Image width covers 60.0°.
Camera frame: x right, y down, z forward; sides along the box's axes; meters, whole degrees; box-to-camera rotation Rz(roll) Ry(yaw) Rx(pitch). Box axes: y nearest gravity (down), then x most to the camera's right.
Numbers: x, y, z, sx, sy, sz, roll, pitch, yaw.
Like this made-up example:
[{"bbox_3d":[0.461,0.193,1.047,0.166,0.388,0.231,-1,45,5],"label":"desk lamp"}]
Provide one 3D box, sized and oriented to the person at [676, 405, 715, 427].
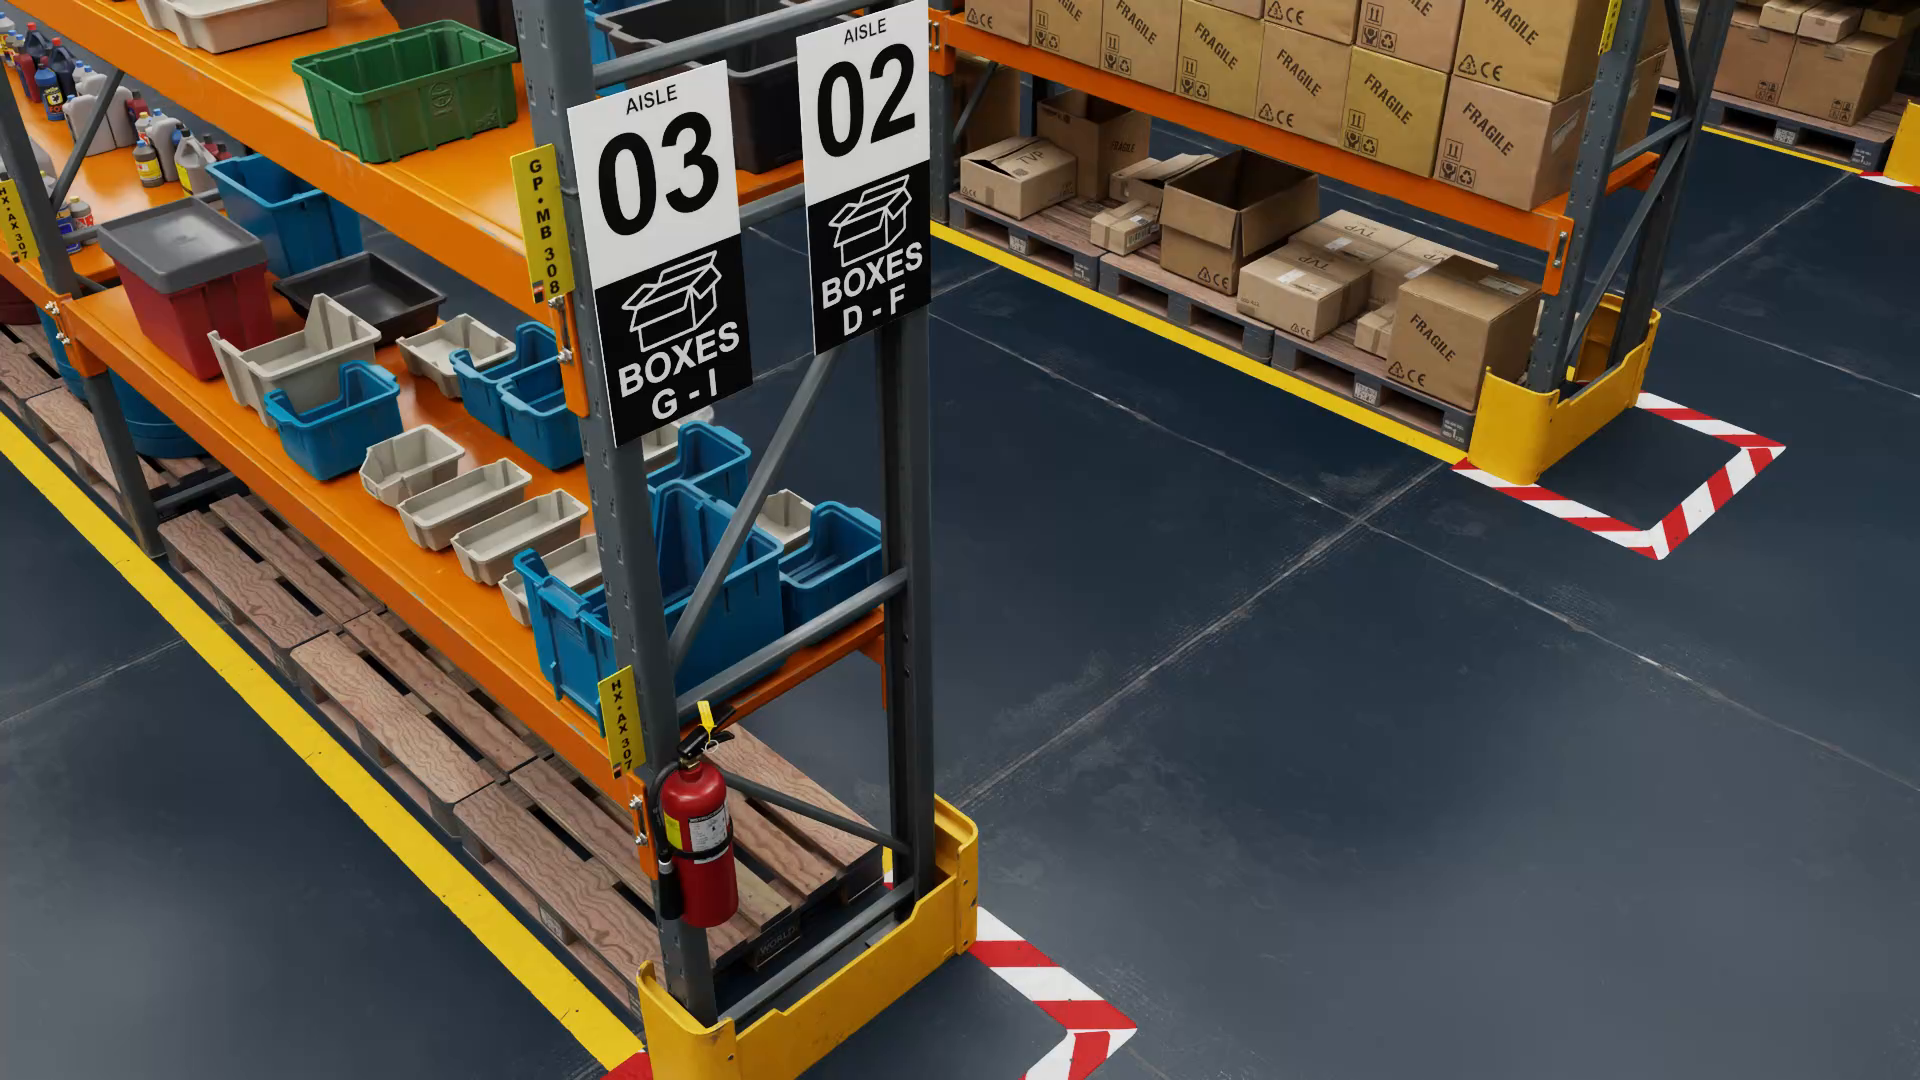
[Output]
[{"bbox_3d":[-1.129,-0.142,6.335,0.451,1.671,0.521,28,44,33],"label":"person"}]
